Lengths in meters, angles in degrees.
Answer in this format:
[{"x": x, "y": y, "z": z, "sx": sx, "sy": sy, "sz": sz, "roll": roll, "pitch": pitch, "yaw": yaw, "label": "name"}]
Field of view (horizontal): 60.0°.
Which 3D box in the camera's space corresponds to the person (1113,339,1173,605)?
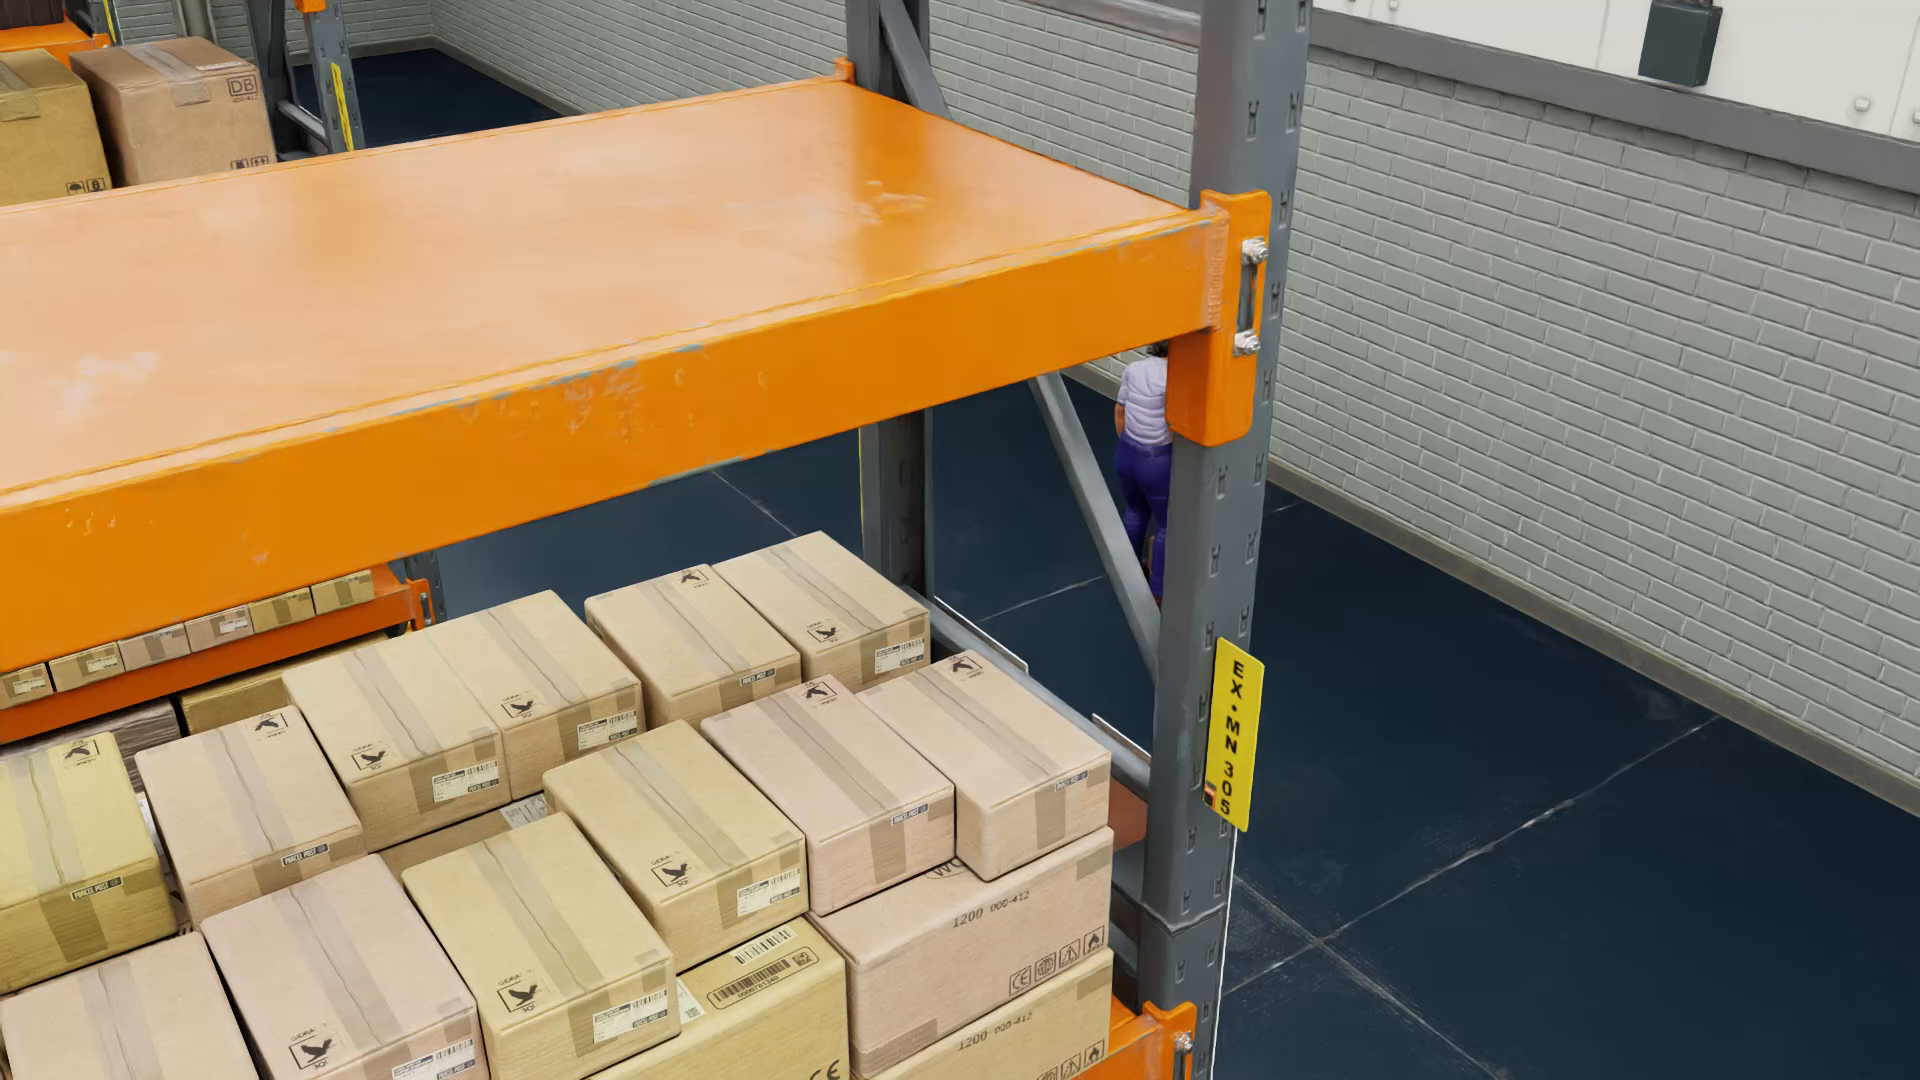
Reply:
[{"x": 1.123, "y": -0.448, "z": 9.493, "sx": 0.342, "sy": 1.651, "sz": 0.561, "roll": -21, "pitch": 35, "yaw": -33, "label": "person"}]
